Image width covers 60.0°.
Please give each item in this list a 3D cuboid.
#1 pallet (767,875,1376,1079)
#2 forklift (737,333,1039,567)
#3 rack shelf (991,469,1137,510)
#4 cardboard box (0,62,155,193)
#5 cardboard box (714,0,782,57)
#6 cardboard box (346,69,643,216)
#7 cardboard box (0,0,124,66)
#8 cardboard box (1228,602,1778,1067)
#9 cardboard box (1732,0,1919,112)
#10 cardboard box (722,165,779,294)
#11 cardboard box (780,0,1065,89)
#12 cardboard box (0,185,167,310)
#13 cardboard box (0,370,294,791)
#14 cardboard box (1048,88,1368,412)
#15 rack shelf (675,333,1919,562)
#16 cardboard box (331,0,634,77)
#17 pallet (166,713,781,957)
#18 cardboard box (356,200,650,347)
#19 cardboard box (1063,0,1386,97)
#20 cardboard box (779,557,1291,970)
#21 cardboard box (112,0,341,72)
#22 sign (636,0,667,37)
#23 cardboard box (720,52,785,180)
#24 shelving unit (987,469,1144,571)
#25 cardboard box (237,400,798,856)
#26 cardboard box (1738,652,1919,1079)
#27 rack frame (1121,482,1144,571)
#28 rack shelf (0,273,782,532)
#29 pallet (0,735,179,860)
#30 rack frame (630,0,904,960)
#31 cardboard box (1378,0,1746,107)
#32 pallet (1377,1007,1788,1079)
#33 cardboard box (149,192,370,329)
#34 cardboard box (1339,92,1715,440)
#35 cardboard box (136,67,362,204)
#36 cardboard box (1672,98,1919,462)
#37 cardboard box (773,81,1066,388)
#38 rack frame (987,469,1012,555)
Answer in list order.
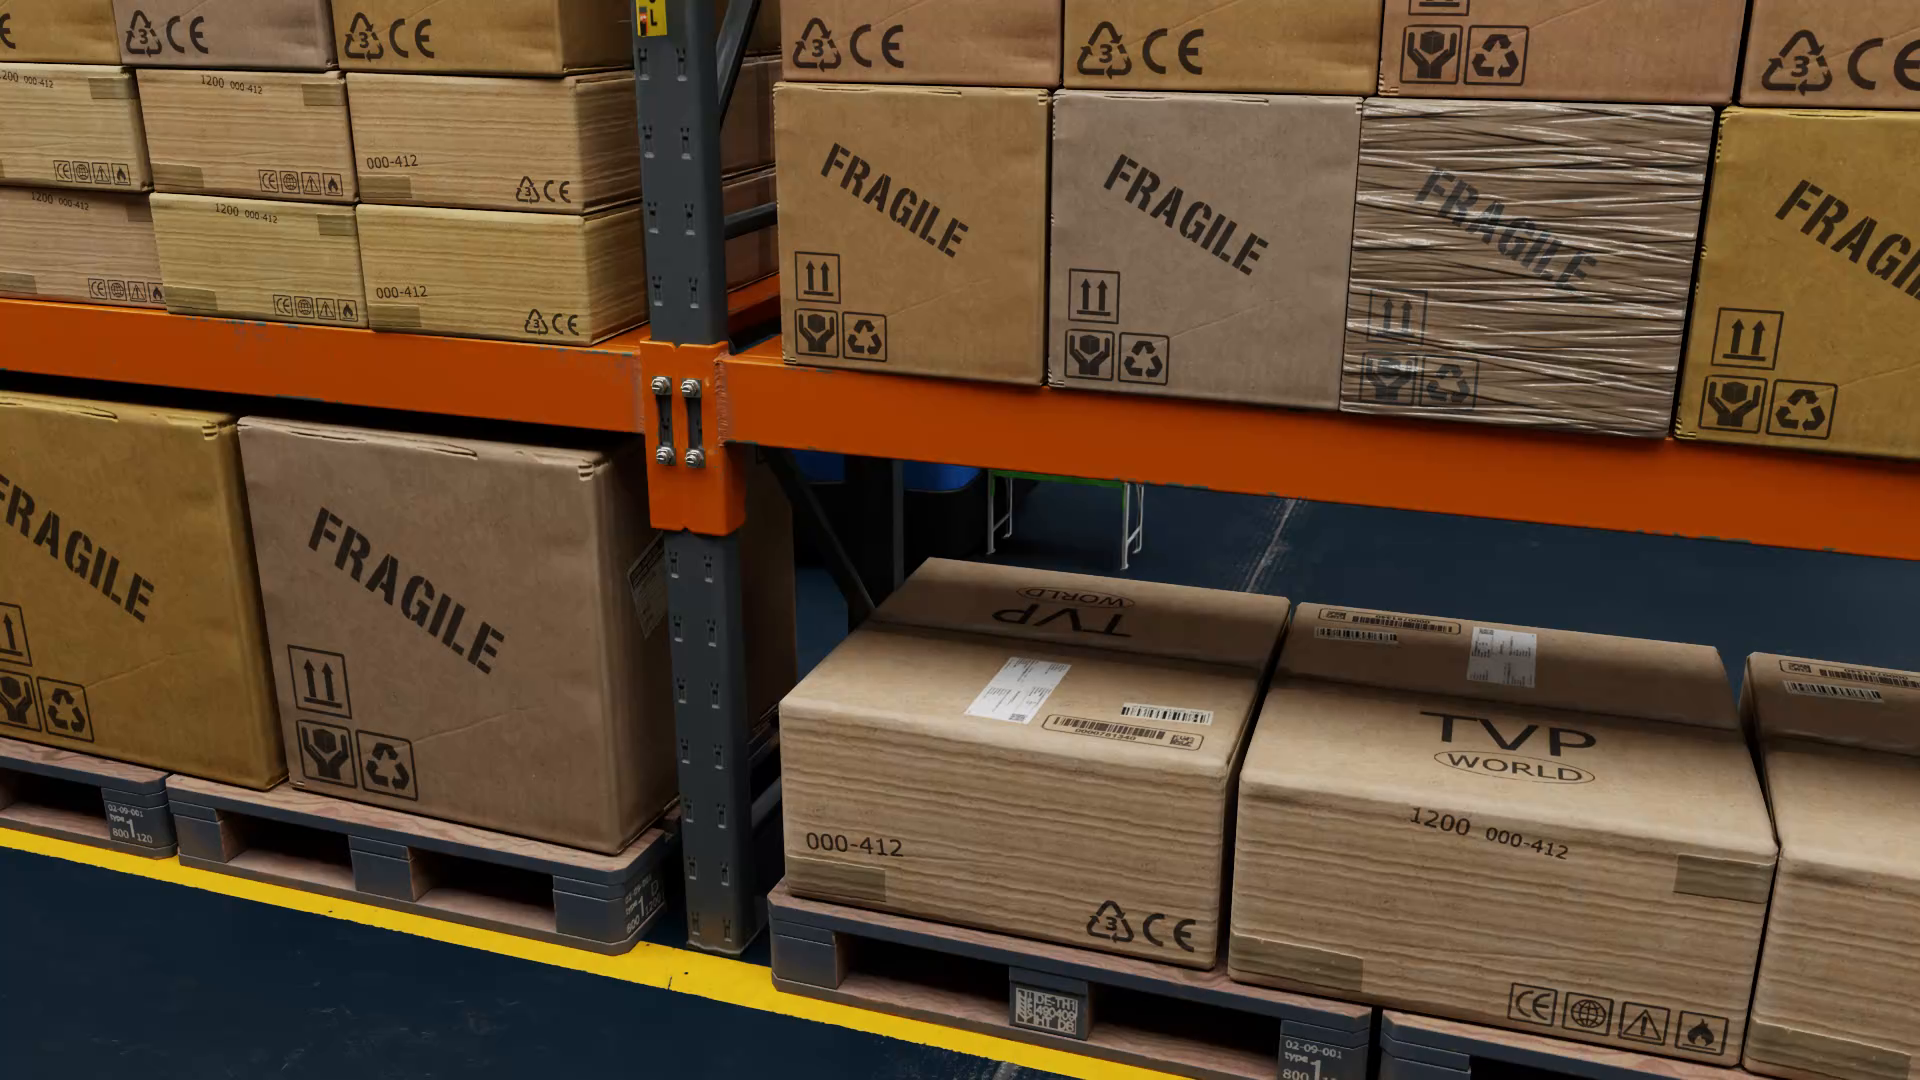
[{"bbox_3d":[0.331,0.735,3.648,1.213,0.211,1.003,7,20,18],"label":"pallet"},{"bbox_3d":[-1.264,-1.567,6.119,3.031,2.935,1.130,7,20,18],"label":"forklift"},{"bbox_3d":[0.375,-0.237,5.855,0.480,0.148,0.258,7,20,18],"label":"rack shelf"},{"bbox_3d":[-1.824,-0.932,3.660,0.500,0.250,0.500,7,20,19],"label":"cardboard box"},{"bbox_3d":[-0.683,-1.345,3.706,0.500,0.500,0.500,7,20,19],"label":"cardboard box"},{"bbox_3d":[-0.858,-0.826,3.356,0.500,0.250,0.500,7,20,18],"label":"cardboard box"},{"bbox_3d":[-1.830,-1.292,3.556,0.500,0.500,0.500,7,20,20],"label":"cardboard box"},{"bbox_3d":[1.042,0.521,3.280,0.875,0.438,0.875,6,20,16],"label":"cardboard box"},{"bbox_3d":[1.439,-0.910,2.460,0.500,0.500,0.500,6,20,18],"label":"cardboard box"},{"bbox_3d":[-0.691,-0.747,3.891,0.500,0.250,0.500,6,20,17],"label":"cardboard box"},{"bbox_3d":[0.008,-1.081,2.950,0.500,0.500,0.500,7,20,18],"label":"cardboard box"},{"bbox_3d":[-1.820,-0.704,3.765,0.500,0.250,0.500,6,20,17],"label":"cardboard box"},{"bbox_3d":[-1.830,-0.021,4.169,0.875,0.875,0.875,7,20,20],"label":"cardboard box"},{"bbox_3d":[0.469,-0.548,2.939,0.500,0.500,0.500,7,20,18],"label":"cardboard box"},{"bbox_3d":[1.527,-0.133,2.993,4.000,0.370,1.077,7,20,18],"label":"rack shelf"},{"bbox_3d":[-0.866,-1.178,3.228,0.500,0.500,0.500,7,20,20],"label":"cardboard box"},{"bbox_3d":[-1.116,0.568,4.125,1.213,0.211,1.003,7,20,18],"label":"pallet"},{"bbox_3d":[-0.868,-0.588,3.433,0.500,0.250,0.500,6,20,17],"label":"cardboard box"},{"bbox_3d":[0.483,-1.025,2.787,0.500,0.500,0.500,6,20,17],"label":"cardboard box"},{"bbox_3d":[0.196,0.424,3.556,0.875,0.438,0.875,6,20,17],"label":"cardboard box"},{"bbox_3d":[-1.358,-1.232,3.381,0.500,0.500,0.500,7,20,19],"label":"cardboard box"},{"bbox_3d":[-0.531,-1.028,2.830,0.005,0.325,0.100,7,20,18],"label":"sign"},{"bbox_3d":[-0.685,-0.989,3.824,0.500,0.250,0.500,6,20,16],"label":"cardboard box"},{"bbox_3d":[0.375,-0.524,5.755,0.503,1.200,0.258,7,20,18],"label":"shelving unit"},{"bbox_3d":[-0.974,0.074,3.896,0.875,0.875,0.875,7,20,20],"label":"cardboard box"},{"bbox_3d":[1.893,0.619,2.999,0.875,0.438,0.875,7,20,20],"label":"cardboard box"},{"bbox_3d":[0.605,-0.497,5.680,0.015,1.200,0.240,7,20,18],"label":"rack frame"},{"bbox_3d":[-2.251,-0.565,4.232,4.000,0.370,1.077,7,20,18],"label":"rack shelf"},{"bbox_3d":[-2.272,0.437,4.501,1.213,0.211,1.003,7,20,18],"label":"pallet"},{"bbox_3d":[-0.362,-0.688,3.494,0.127,3.000,1.000,7,20,18],"label":"rack frame"},{"bbox_3d":[0.964,-0.966,2.619,0.500,0.500,0.500,7,20,19],"label":"cardboard box"},{"bbox_3d":[1.487,0.866,3.271,1.213,0.211,1.003,7,20,18],"label":"pallet"},{"bbox_3d":[-1.349,-0.643,3.592,0.500,0.250,0.500,6,20,17],"label":"cardboard box"},{"bbox_3d":[0.937,-0.492,2.779,0.500,0.500,0.500,7,20,18],"label":"cardboard box"},{"bbox_3d":[-1.333,-0.877,3.505,0.500,0.250,0.500,7,20,19],"label":"cardboard box"},{"bbox_3d":[1.424,-0.437,2.620,0.500,0.500,0.500,7,20,20],"label":"cardboard box"},{"bbox_3d":[-0.005,-0.604,3.099,0.500,0.500,0.500,7,20,20],"label":"cardboard box"},{"bbox_3d":[0.145,-0.550,5.831,0.015,1.200,0.240,7,20,18],"label":"rack frame"}]
